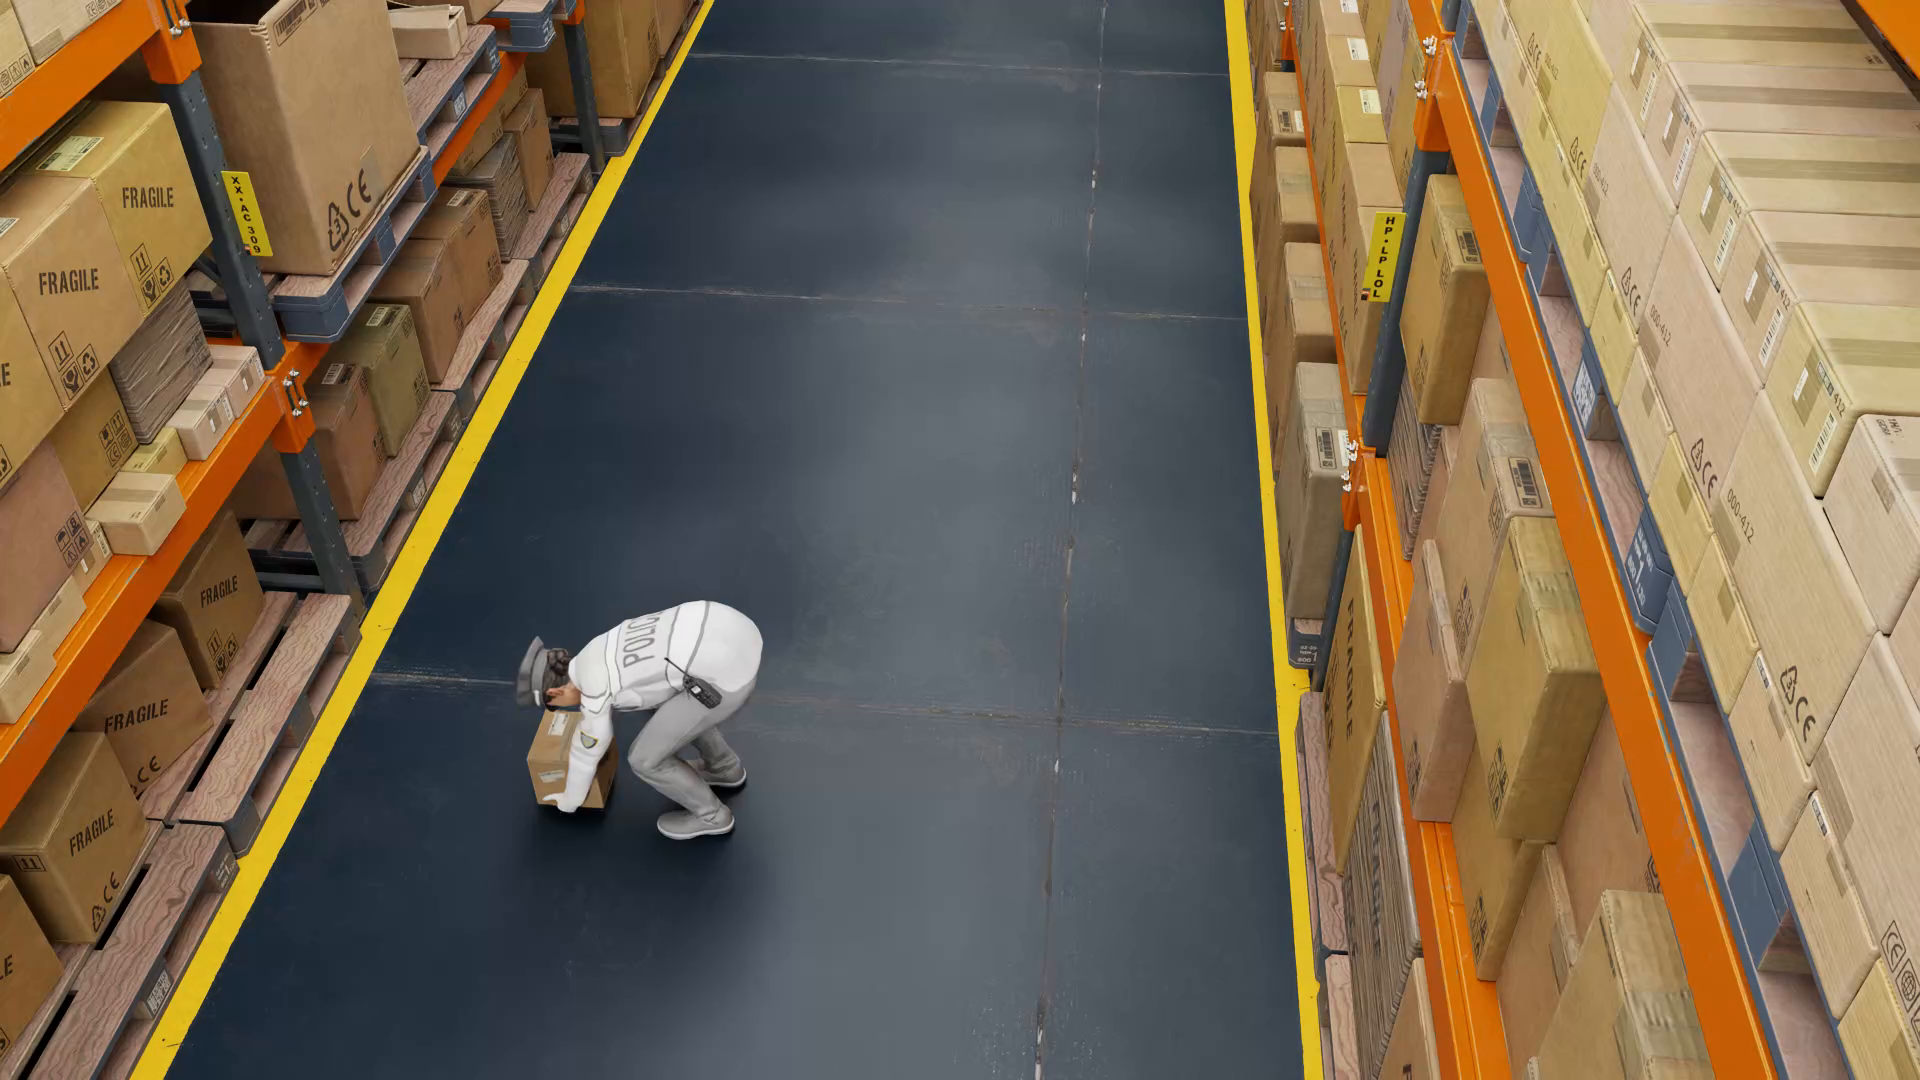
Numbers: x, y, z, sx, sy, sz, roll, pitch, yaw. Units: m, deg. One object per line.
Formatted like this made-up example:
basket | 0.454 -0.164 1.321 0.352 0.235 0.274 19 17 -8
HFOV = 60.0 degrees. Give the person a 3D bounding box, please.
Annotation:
person | -1.131 0.637 5.982 0.882 0.919 0.457 1 40 2
